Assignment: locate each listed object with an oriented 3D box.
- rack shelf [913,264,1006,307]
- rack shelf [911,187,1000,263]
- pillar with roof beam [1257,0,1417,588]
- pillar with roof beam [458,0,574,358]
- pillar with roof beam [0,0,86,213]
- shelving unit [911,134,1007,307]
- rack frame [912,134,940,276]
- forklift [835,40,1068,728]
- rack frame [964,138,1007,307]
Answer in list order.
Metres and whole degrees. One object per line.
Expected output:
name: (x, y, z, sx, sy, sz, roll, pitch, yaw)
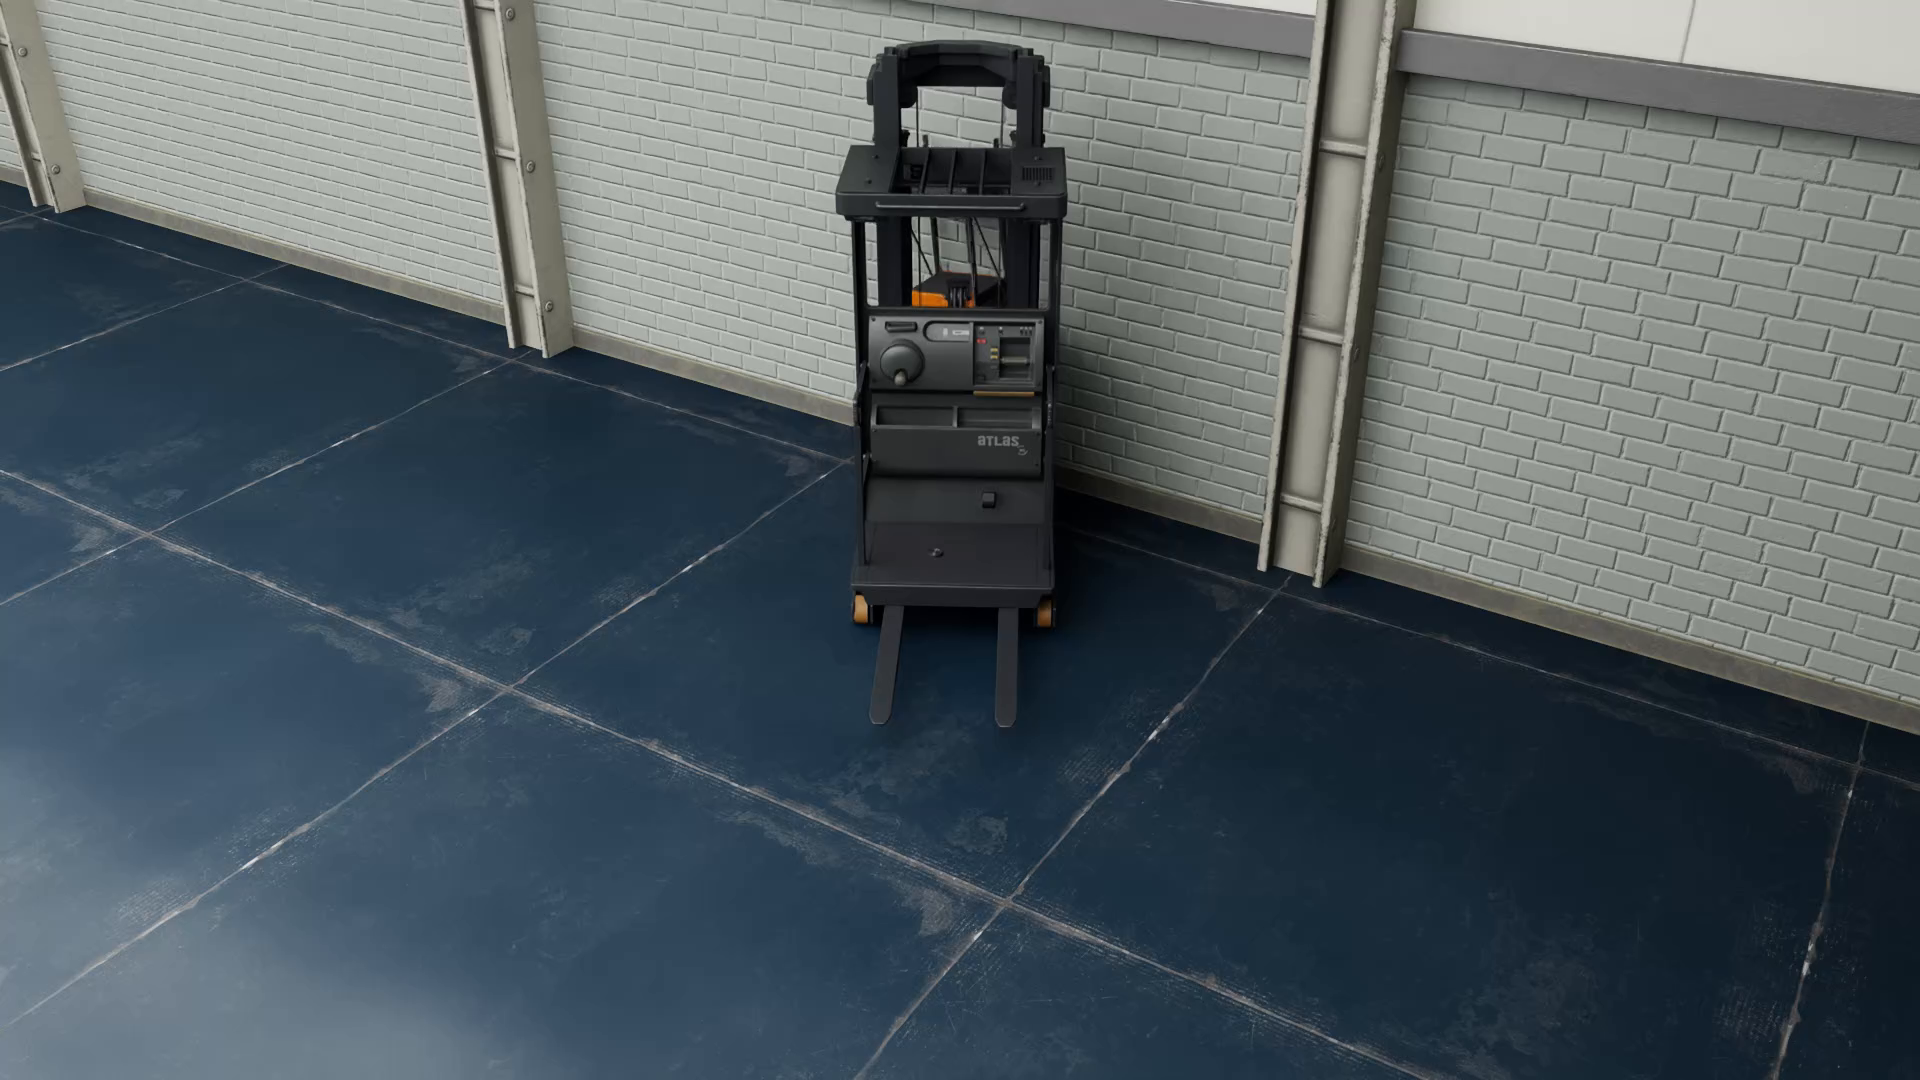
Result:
rack shelf: (-0.004, -1.340, 10.088, 0.480, 0.518, 0.431, 11, 31, 30)
rack shelf: (-0.064, -1.961, 9.771, 0.480, 0.518, 0.431, 11, 31, 30)
pillar with roof beam: (-0.320, -1.894, 4.238, 0.400, 9.000, 9.100, 18, 35, 27)
pillar with roof beam: (-5.402, -3.501, 6.994, 0.400, 9.000, 9.100, 18, 35, 27)
pillar with roof beam: (-10.484, -5.108, 9.749, 0.400, 9.000, 9.100, 18, 35, 27)
shelving unit: (-0.005, -1.352, 10.082, 0.503, 2.100, 0.431, 11, 31, 30)
rack frame: (-0.213, -1.394, 10.203, 0.015, 2.100, 0.400, 11, 31, 30)
forklift: (-0.025, -0.949, 8.640, 1.130, 2.935, 3.031, 1, 30, 2)
rack frame: (0.203, -1.311, 9.961, 0.015, 2.100, 0.400, 11, 31, 30)
